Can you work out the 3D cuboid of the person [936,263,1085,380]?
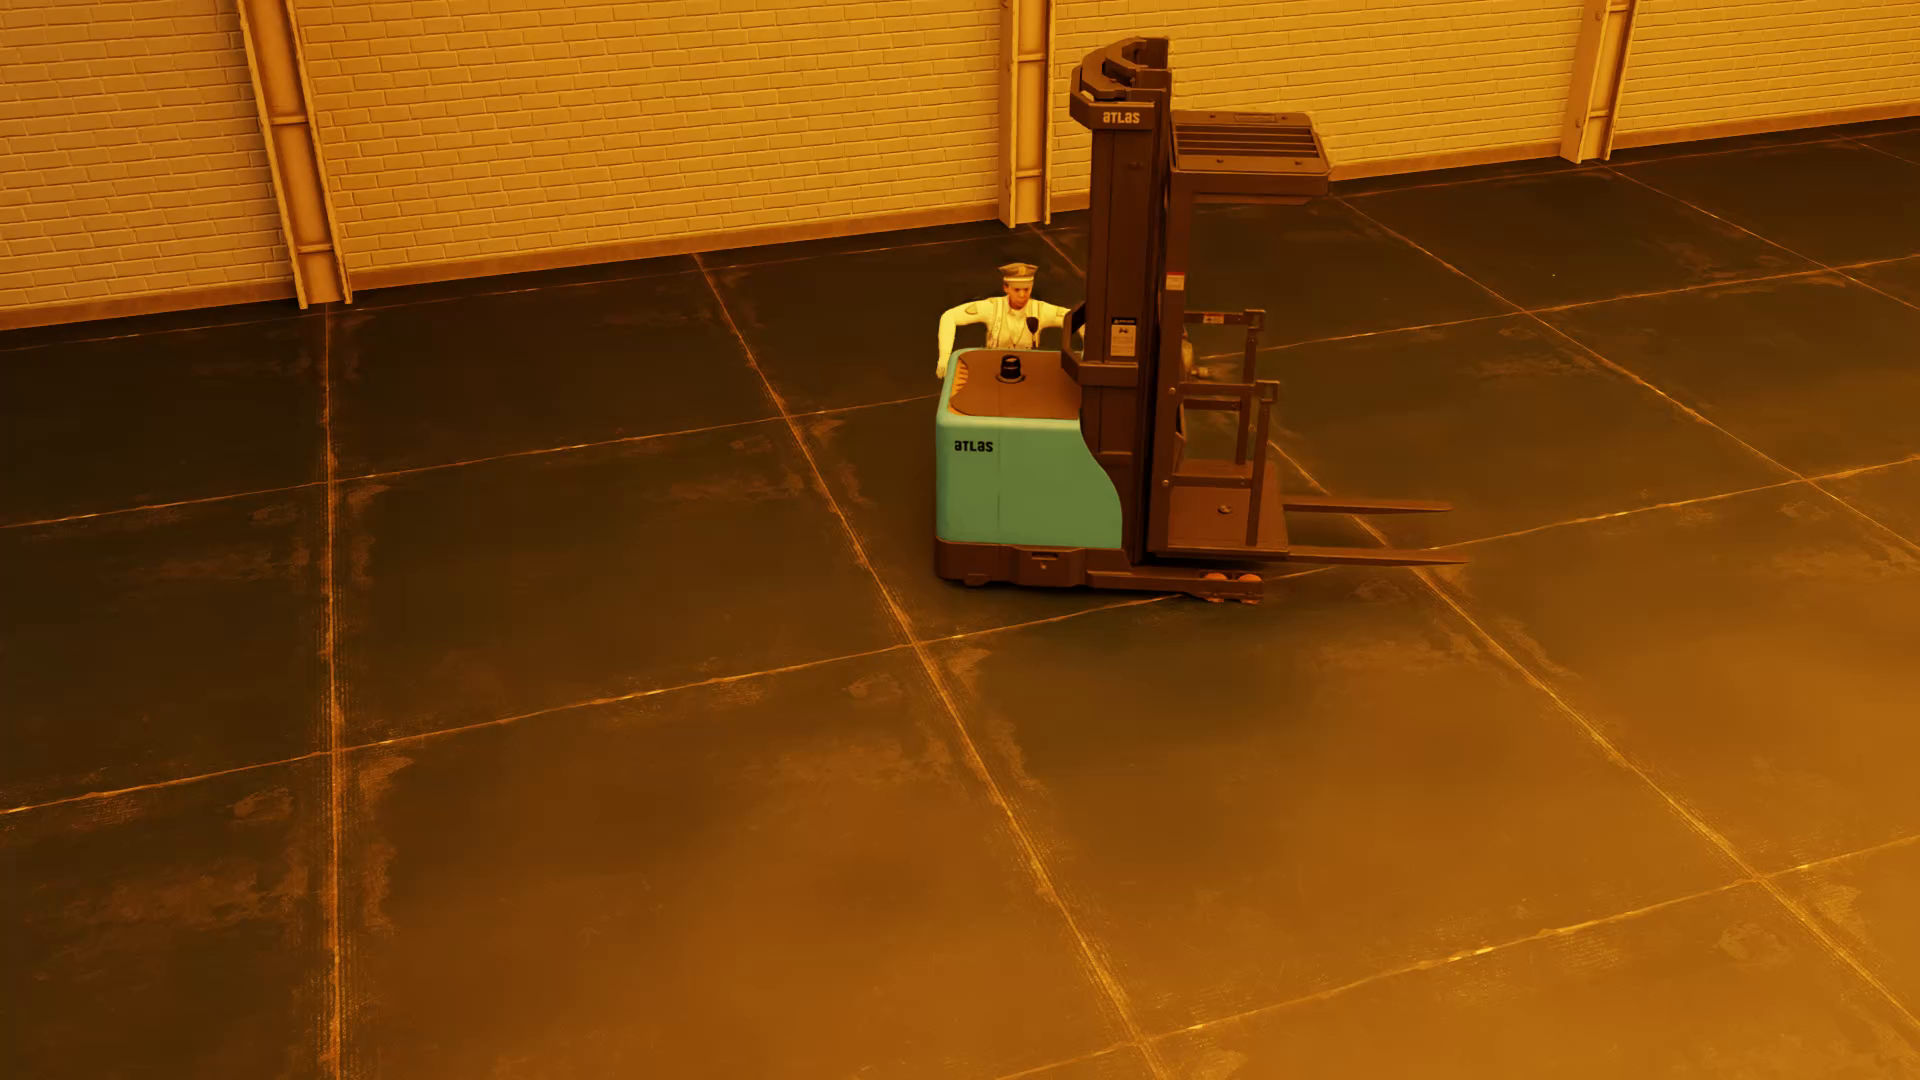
[{"bbox_3d":[0.366,-0.914,10.111,1.028,1.488,0.772,-4,30,-7],"label":"person"}]

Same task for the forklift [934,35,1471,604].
[{"bbox_3d":[1.398,-1.186,9.149,3.031,2.935,1.130,2,30,4],"label":"forklift"}]
